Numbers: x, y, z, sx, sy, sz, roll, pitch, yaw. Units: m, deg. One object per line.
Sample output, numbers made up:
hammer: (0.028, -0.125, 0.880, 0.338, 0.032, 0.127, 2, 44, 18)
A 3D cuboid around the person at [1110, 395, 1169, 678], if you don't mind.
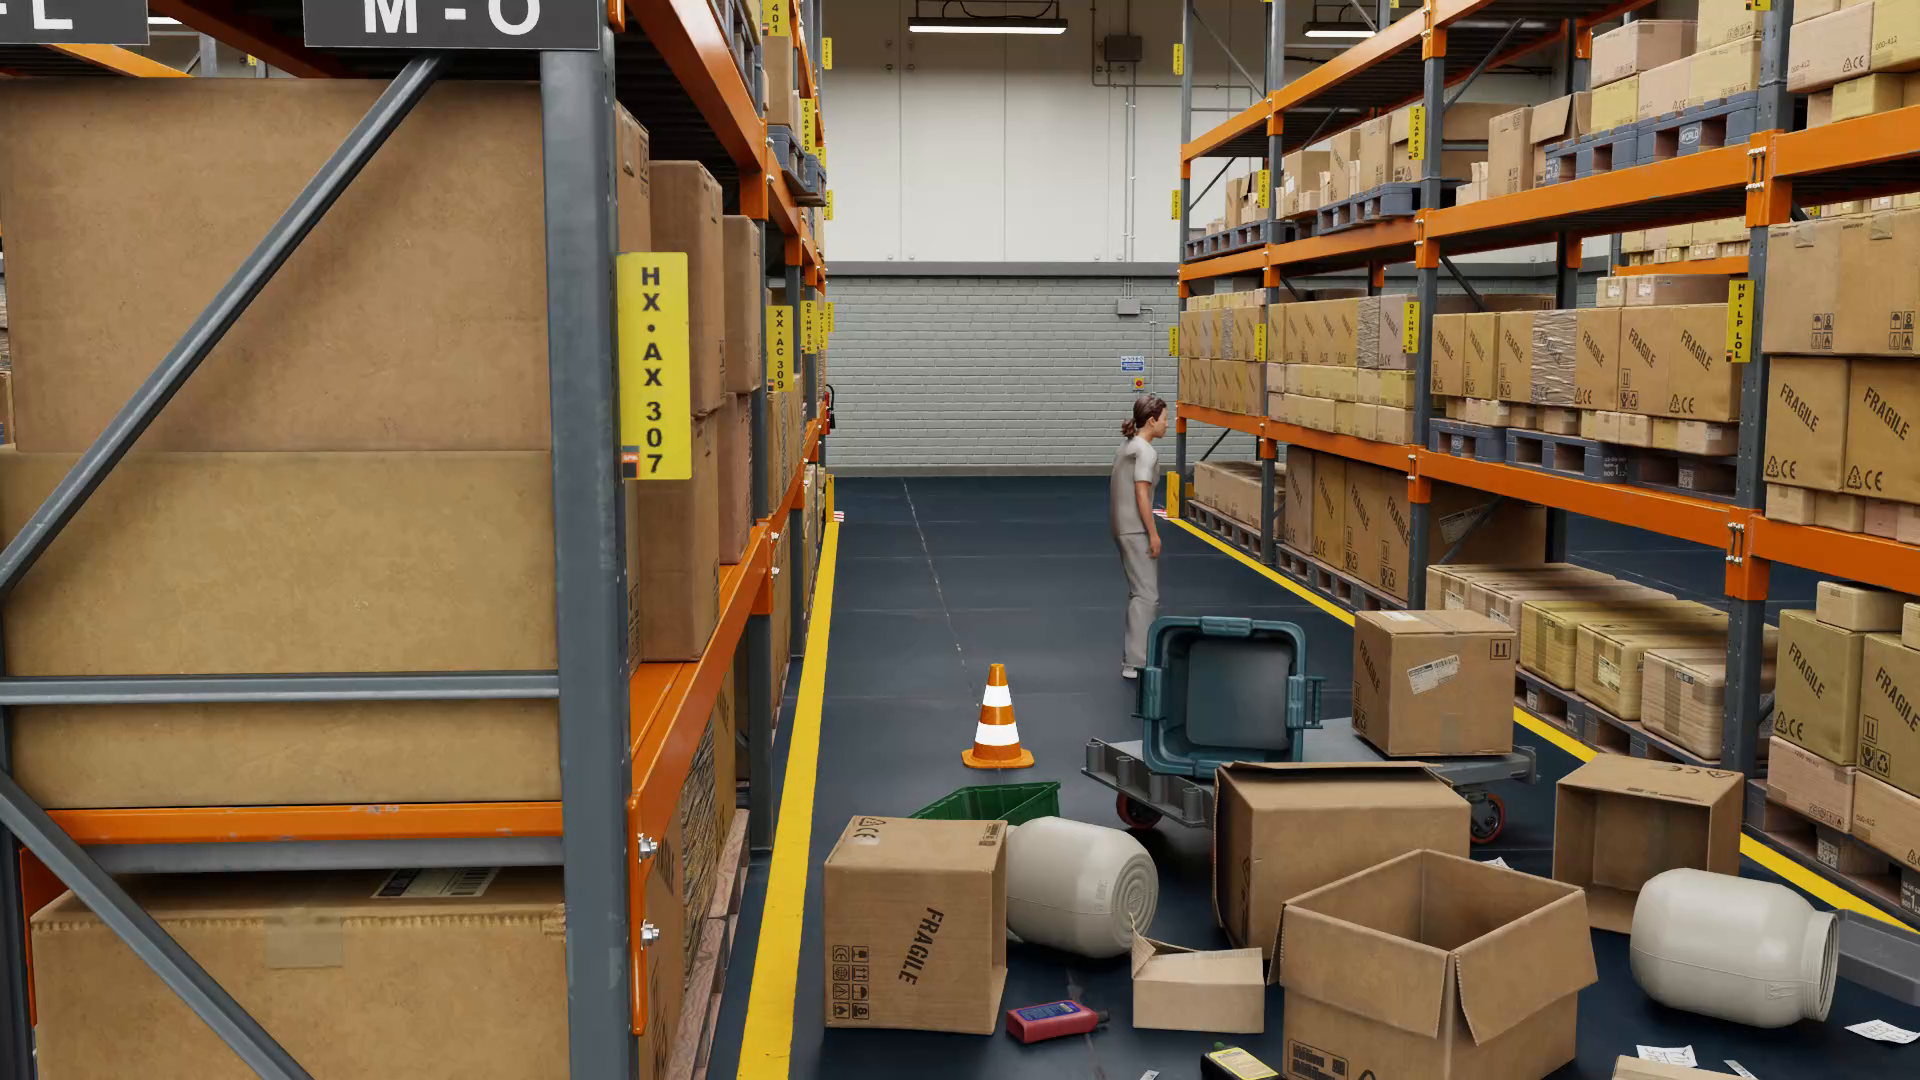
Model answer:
person: (1.111, -0.029, 9.997, 0.406, 1.673, 0.507, -1, 7, -6)
